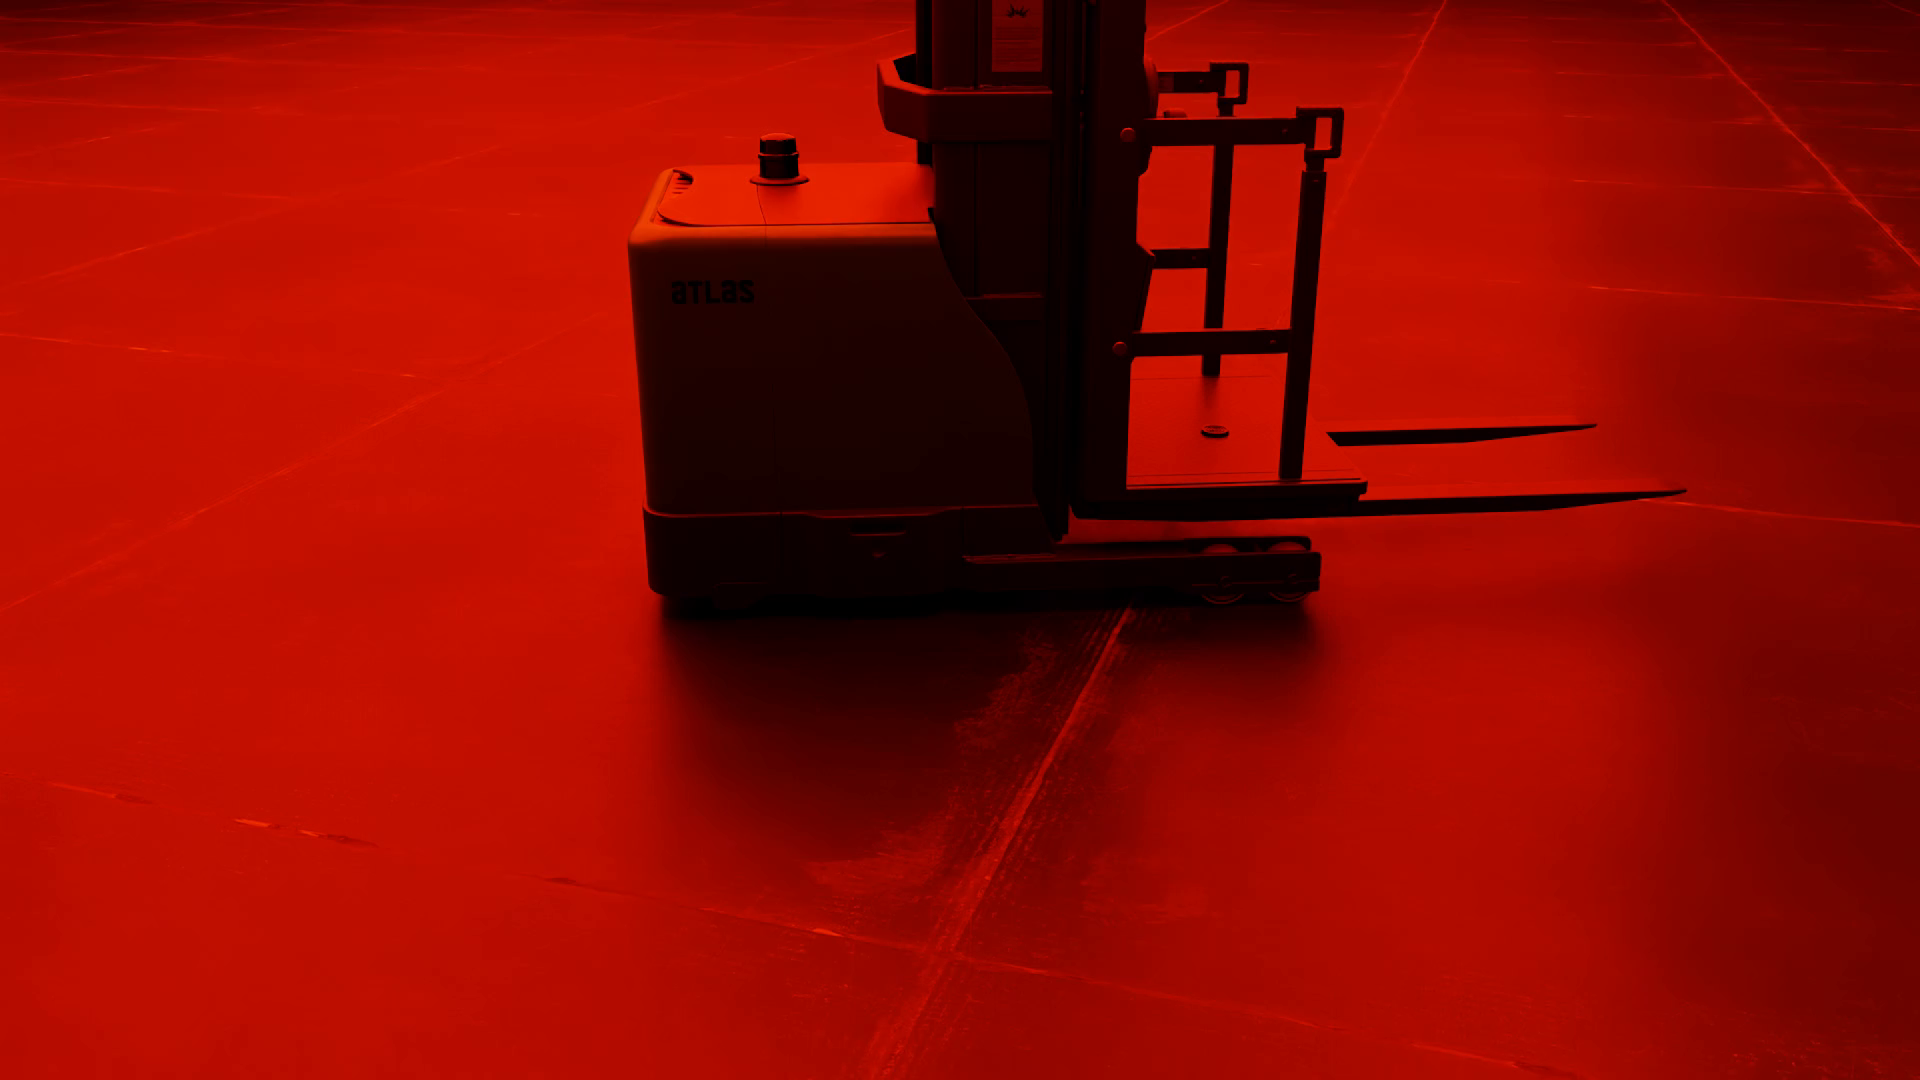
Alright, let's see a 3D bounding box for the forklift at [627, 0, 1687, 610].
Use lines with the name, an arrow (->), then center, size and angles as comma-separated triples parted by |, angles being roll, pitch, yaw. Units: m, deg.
forklift -> 0.606, -1.374, 4.608 | 3.031, 2.935, 1.130 | -2, 23, -4
